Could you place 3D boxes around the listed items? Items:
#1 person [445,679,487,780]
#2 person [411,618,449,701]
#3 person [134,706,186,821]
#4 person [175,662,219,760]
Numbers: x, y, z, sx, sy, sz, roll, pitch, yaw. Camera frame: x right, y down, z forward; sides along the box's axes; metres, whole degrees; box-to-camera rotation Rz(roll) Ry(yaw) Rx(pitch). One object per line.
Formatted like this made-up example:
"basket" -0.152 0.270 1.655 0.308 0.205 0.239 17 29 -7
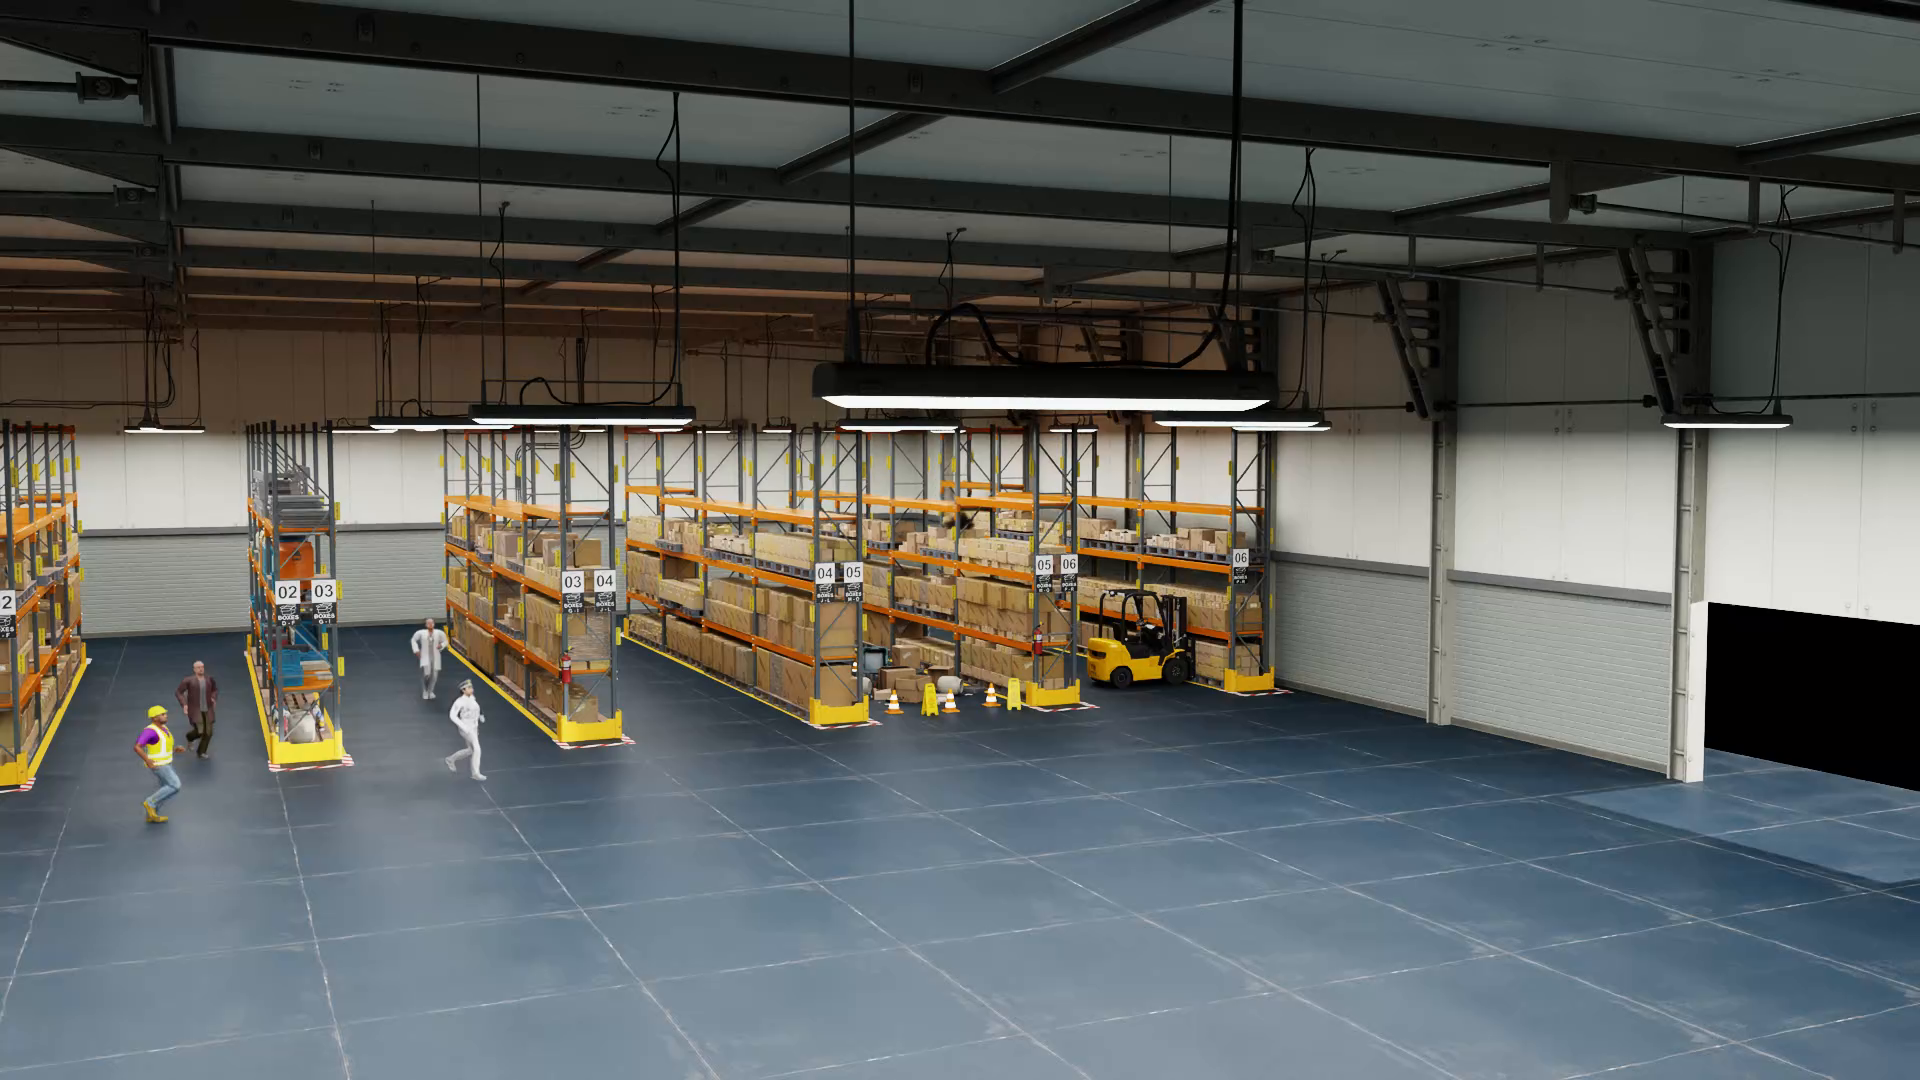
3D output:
"person" -8.253 3.158 27.756 0.746 1.695 0.612 1 4 11
"person" -11.473 2.587 36.060 0.770 1.775 0.644 -2 4 -26
"person" -11.792 3.311 24.618 0.588 1.721 0.685 0 4 -8
"person" -13.484 3.019 29.495 0.634 1.734 0.714 3 5 43
